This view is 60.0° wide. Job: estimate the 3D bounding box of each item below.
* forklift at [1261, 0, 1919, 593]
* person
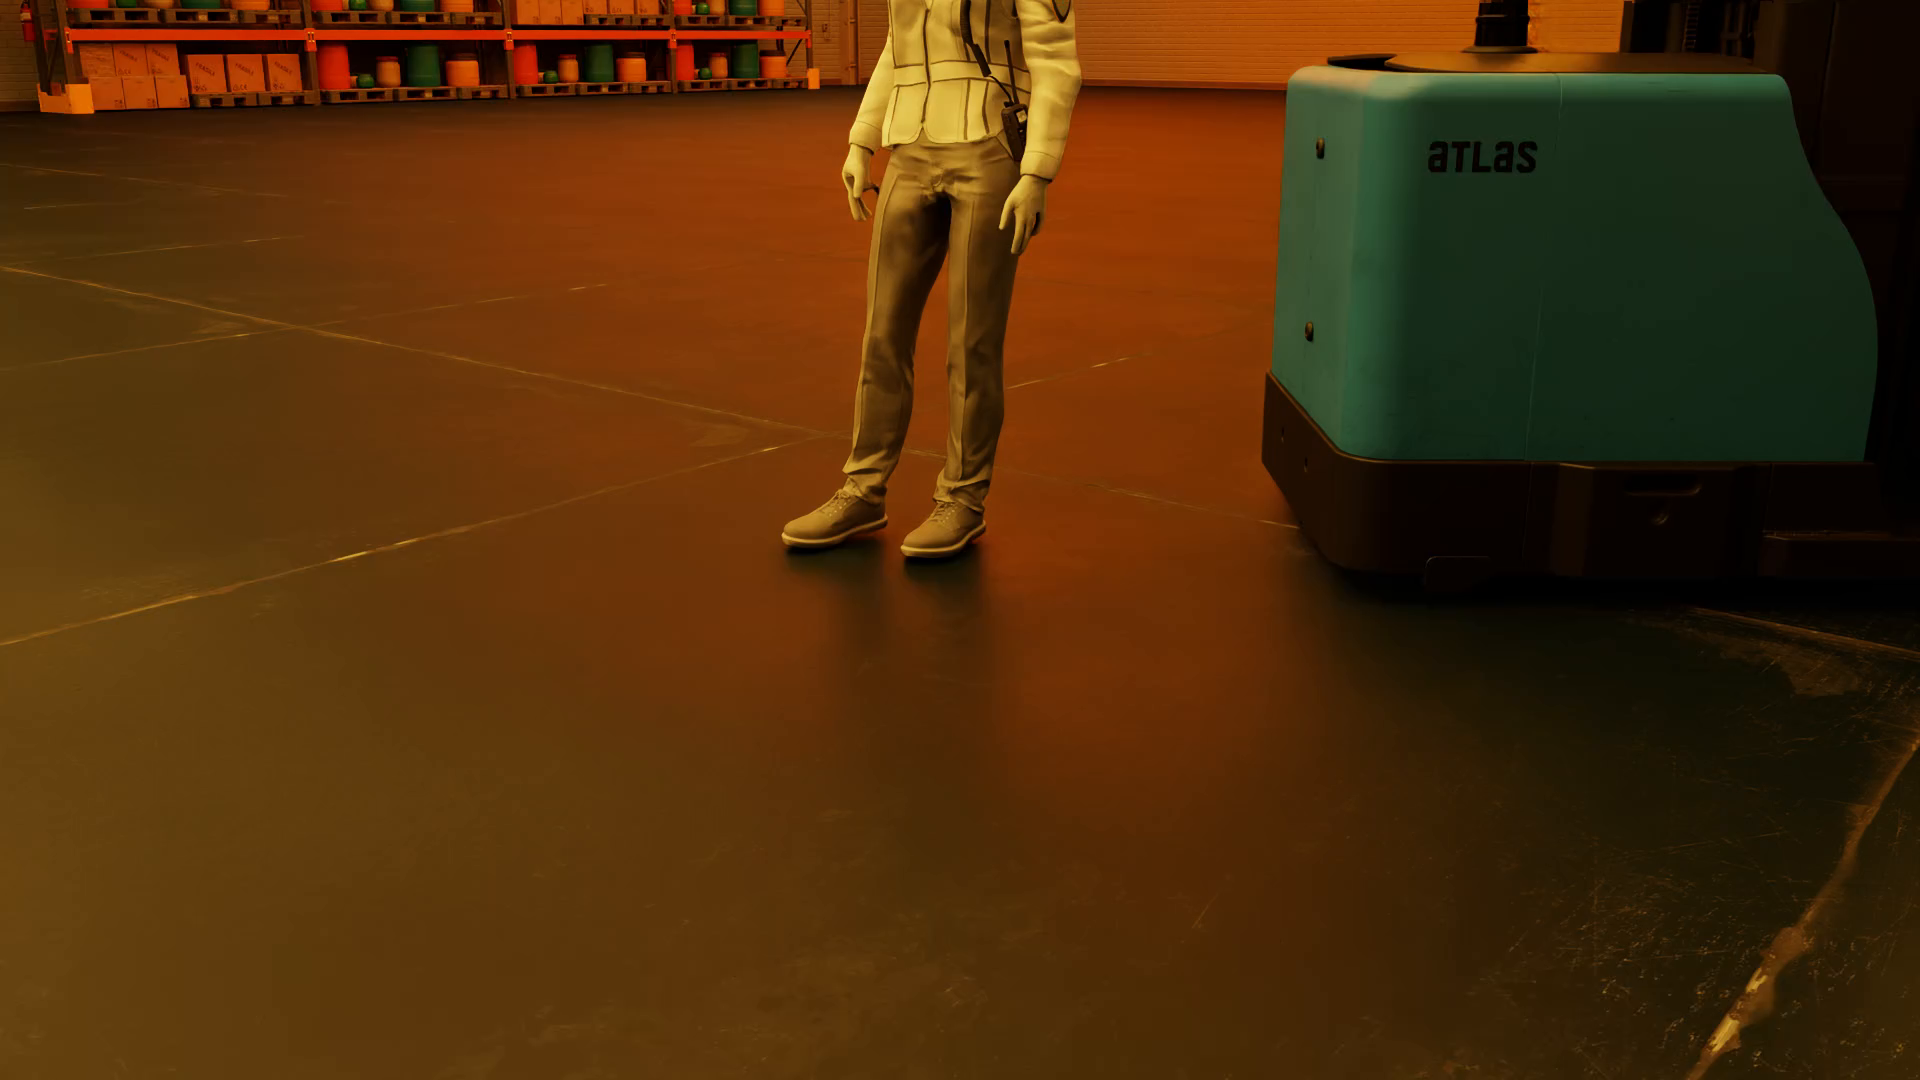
[{"bbox_3d":[2.303,-1.411,3.545,3.031,2.935,1.130,0,17,0],"label":"forklift"},{"bbox_3d":[-0.049,-0.803,3.647,0.587,1.694,0.529,13,21,37],"label":"person"}]
